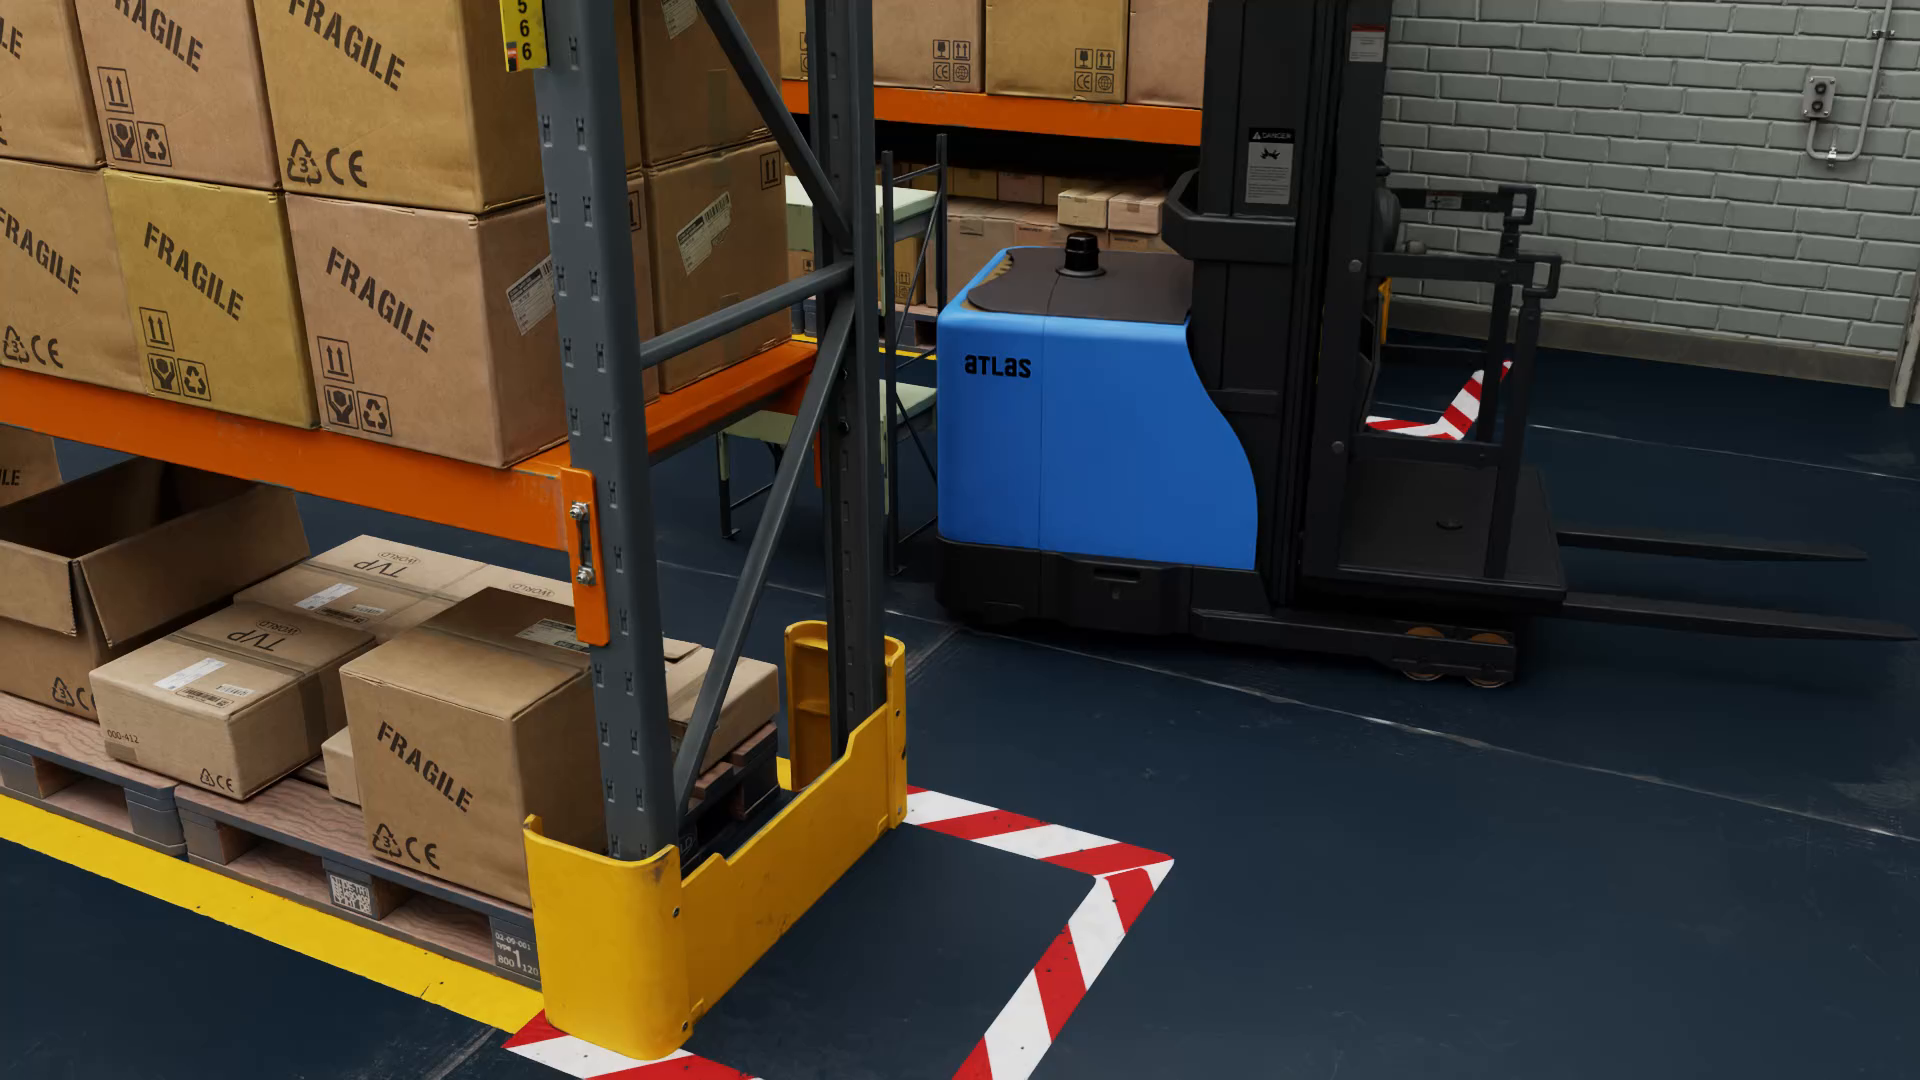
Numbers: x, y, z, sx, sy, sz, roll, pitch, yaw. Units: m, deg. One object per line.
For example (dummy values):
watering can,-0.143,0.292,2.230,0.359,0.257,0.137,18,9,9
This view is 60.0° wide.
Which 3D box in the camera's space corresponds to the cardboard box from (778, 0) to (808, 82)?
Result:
cardboard box,-0.682,-2.808,8.637,0.700,0.700,0.980,11,25,23

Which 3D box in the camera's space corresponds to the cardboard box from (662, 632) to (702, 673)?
cardboard box,-0.911,0.398,4.539,0.250,0.166,0.380,11,25,25

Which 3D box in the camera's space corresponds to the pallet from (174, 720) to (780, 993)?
pallet,-1.249,0.664,4.419,1.213,0.211,1.003,11,25,25

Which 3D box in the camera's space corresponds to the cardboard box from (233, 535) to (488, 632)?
cardboard box,-1.719,0.226,4.837,0.500,0.250,0.500,11,25,25

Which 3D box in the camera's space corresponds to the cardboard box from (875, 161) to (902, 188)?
cardboard box,-0.497,-1.860,8.618,0.250,0.149,0.380,10,25,23

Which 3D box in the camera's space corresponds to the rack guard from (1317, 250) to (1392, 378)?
rack guard,1.783,-1.041,8.060,0.348,0.500,1.175,11,25,25

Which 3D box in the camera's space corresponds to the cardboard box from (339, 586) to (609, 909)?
cardboard box,-1.066,0.473,3.938,0.500,0.500,0.500,11,25,25

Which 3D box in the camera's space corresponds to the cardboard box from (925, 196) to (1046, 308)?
cardboard box,0.196,-1.505,8.612,0.500,0.500,0.700,10,25,23

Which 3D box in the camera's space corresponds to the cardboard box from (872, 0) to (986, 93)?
cardboard box,-0.028,-2.683,8.343,0.700,0.700,0.980,10,25,22

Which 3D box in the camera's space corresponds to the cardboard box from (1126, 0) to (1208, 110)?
cardboard box,1.302,-2.421,7.726,0.700,0.700,0.980,12,26,27

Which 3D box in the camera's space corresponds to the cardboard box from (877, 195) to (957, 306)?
cardboard box,-0.283,-1.596,8.828,0.500,0.500,0.700,12,26,26

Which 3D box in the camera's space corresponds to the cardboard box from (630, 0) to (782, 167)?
cardboard box,-0.747,-1.142,3.697,0.500,0.500,0.500,12,26,26

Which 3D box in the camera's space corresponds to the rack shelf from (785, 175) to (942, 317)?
rack shelf,-0.471,-1.055,5.817,0.720,0.370,0.431,12,26,26

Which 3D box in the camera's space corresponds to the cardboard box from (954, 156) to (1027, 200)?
cardboard box,0.162,-1.897,8.707,0.250,0.149,0.380,11,26,25

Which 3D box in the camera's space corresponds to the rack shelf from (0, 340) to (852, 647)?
rack shelf,-2.255,-0.487,4.482,4.000,0.370,1.077,11,25,25

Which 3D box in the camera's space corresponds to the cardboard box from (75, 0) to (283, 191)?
cardboard box,-1.442,-1.043,3.464,0.500,0.500,0.500,12,26,26

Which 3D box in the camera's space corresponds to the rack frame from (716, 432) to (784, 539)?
rack frame,-0.793,-0.764,6.130,0.023,1.500,0.400,12,26,26

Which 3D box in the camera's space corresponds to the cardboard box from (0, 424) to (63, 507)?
cardboard box,-3.403,-0.222,5.571,0.500,0.500,0.500,11,25,25

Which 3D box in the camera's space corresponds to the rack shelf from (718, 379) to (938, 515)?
rack shelf,-0.471,-0.396,6.097,0.720,0.370,0.431,12,26,26

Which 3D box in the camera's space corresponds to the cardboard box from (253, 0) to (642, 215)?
cardboard box,-0.991,-0.954,3.255,0.500,0.500,0.500,11,25,24

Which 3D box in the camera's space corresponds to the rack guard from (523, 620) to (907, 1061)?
rack guard,-0.538,0.672,4.032,0.348,0.500,1.175,11,25,25

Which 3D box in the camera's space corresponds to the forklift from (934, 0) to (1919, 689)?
forklift,1.487,-1.118,5.133,3.031,2.935,1.130,5,24,13

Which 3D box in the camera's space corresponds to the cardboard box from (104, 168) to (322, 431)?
cardboard box,-1.457,-0.586,3.667,0.500,0.500,0.500,11,26,25

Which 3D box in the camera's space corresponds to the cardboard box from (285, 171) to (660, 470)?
cardboard box,-0.992,-0.495,3.454,0.500,0.500,0.500,12,26,26

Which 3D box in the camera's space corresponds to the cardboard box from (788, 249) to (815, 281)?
cardboard box,-0.740,-1.688,9.043,0.500,0.500,0.700,11,25,24

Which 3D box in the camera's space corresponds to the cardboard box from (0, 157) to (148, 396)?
cardboard box,-1.900,-0.676,3.878,0.500,0.500,0.500,11,26,25

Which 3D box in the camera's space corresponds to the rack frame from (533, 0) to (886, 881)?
rack frame,-0.470,-0.465,3.511,0.127,3.000,1.000,11,25,25

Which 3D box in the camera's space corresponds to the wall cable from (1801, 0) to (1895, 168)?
wall cable,3.332,-2.768,7.627,1.851,1.984,0.084,11,25,25

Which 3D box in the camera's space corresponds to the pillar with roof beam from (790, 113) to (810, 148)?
pillar with roof beam,-2.735,-4.338,4.952,0.400,9.000,9.100,11,25,25

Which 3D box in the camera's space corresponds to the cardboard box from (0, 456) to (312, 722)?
cardboard box,-2.360,0.105,4.799,0.637,0.503,0.797,11,25,25

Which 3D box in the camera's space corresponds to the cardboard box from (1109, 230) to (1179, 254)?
cardboard box,1.092,-1.328,8.196,0.500,0.500,0.700,11,25,25

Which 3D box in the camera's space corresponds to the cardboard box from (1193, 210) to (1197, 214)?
cardboard box,1.294,-1.674,8.182,0.250,0.149,0.380,11,26,25

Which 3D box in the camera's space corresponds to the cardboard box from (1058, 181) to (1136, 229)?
cardboard box,0.667,-1.630,8.079,0.250,0.149,0.380,12,26,26

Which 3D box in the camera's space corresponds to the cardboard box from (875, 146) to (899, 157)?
cardboard box,-0.520,-2.032,9.024,0.250,0.149,0.380,10,25,23

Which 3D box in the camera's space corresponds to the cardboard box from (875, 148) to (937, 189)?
cardboard box,-0.295,-1.987,8.919,0.250,0.149,0.380,11,26,25

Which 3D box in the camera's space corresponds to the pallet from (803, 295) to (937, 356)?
pallet,-0.072,-1.242,8.902,1.213,0.211,1.003,11,25,25

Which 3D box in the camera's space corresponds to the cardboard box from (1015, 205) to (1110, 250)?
cardboard box,0.646,-1.416,8.404,0.500,0.500,0.700,11,25,24

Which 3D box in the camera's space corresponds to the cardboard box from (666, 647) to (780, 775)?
cardboard box,-0.688,0.450,4.439,0.250,0.149,0.380,11,25,25

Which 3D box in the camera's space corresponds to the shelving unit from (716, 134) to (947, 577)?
shelving unit,-0.471,-0.696,5.970,0.755,1.500,0.431,12,26,26

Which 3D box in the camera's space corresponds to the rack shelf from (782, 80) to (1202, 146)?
rack shelf,-0.023,-2.218,8.552,4.000,0.370,1.077,11,25,25

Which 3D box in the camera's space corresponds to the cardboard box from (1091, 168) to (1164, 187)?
cardboard box,0.842,-1.763,8.391,0.250,0.149,0.380,11,26,25

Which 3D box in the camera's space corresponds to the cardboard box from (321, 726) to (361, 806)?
cardboard box,-1.387,0.523,4.245,0.250,0.166,0.380,11,25,25

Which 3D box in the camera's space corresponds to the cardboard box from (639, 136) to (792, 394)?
cardboard box,-0.747,-0.682,3.892,0.500,0.500,0.500,12,26,26

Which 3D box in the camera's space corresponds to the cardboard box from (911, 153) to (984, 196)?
cardboard box,-0.064,-1.942,8.812,0.250,0.149,0.380,11,25,24

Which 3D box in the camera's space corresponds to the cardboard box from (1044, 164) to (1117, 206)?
cardboard box,0.618,-1.807,8.496,0.250,0.149,0.380,11,26,25

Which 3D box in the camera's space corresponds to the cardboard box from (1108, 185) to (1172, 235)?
cardboard box,0.895,-1.585,7.973,0.250,0.149,0.380,11,25,24

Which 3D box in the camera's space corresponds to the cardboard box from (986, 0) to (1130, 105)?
cardboard box,0.648,-2.545,8.019,0.700,0.700,0.980,11,25,24

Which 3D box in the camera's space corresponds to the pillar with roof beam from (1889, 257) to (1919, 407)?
pillar with roof beam,2.619,-3.279,2.461,0.400,9.000,9.100,11,25,25

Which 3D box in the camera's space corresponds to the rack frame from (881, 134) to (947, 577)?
rack frame,-0.149,-0.628,5.809,0.023,1.500,0.400,12,26,26

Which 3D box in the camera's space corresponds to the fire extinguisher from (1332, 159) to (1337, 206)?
fire extinguisher,1.688,-1.801,7.227,0.183,0.674,0.296,11,25,25

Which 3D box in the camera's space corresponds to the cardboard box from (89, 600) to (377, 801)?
cardboard box,-1.900,0.409,4.406,0.500,0.250,0.500,11,25,25

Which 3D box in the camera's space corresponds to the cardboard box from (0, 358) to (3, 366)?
cardboard box,-2.349,-0.765,4.087,0.500,0.500,0.500,11,25,24

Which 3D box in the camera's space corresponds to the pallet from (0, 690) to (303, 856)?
pallet,-2.334,0.448,4.926,1.213,0.211,1.003,11,25,25

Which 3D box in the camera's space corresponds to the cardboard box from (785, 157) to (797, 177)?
cardboard box,-0.963,-1.952,8.835,0.250,0.149,0.380,12,26,26

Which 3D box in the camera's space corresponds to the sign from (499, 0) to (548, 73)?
sign,-0.738,-0.953,2.775,0.005,0.325,0.100,11,25,25

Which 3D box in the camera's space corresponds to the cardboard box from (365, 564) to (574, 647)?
cardboard box,-1.273,0.314,4.629,0.500,0.250,0.500,11,25,25

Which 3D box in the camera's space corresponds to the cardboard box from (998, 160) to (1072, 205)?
cardboard box,0.391,-1.852,8.601,0.250,0.149,0.380,12,26,25

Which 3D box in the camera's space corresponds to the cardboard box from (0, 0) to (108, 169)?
cardboard box,-1.907,-1.133,3.675,0.500,0.500,0.500,12,26,26

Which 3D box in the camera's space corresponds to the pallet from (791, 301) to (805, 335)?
pallet,-1.164,-1.457,9.407,1.213,0.211,1.003,11,25,25
